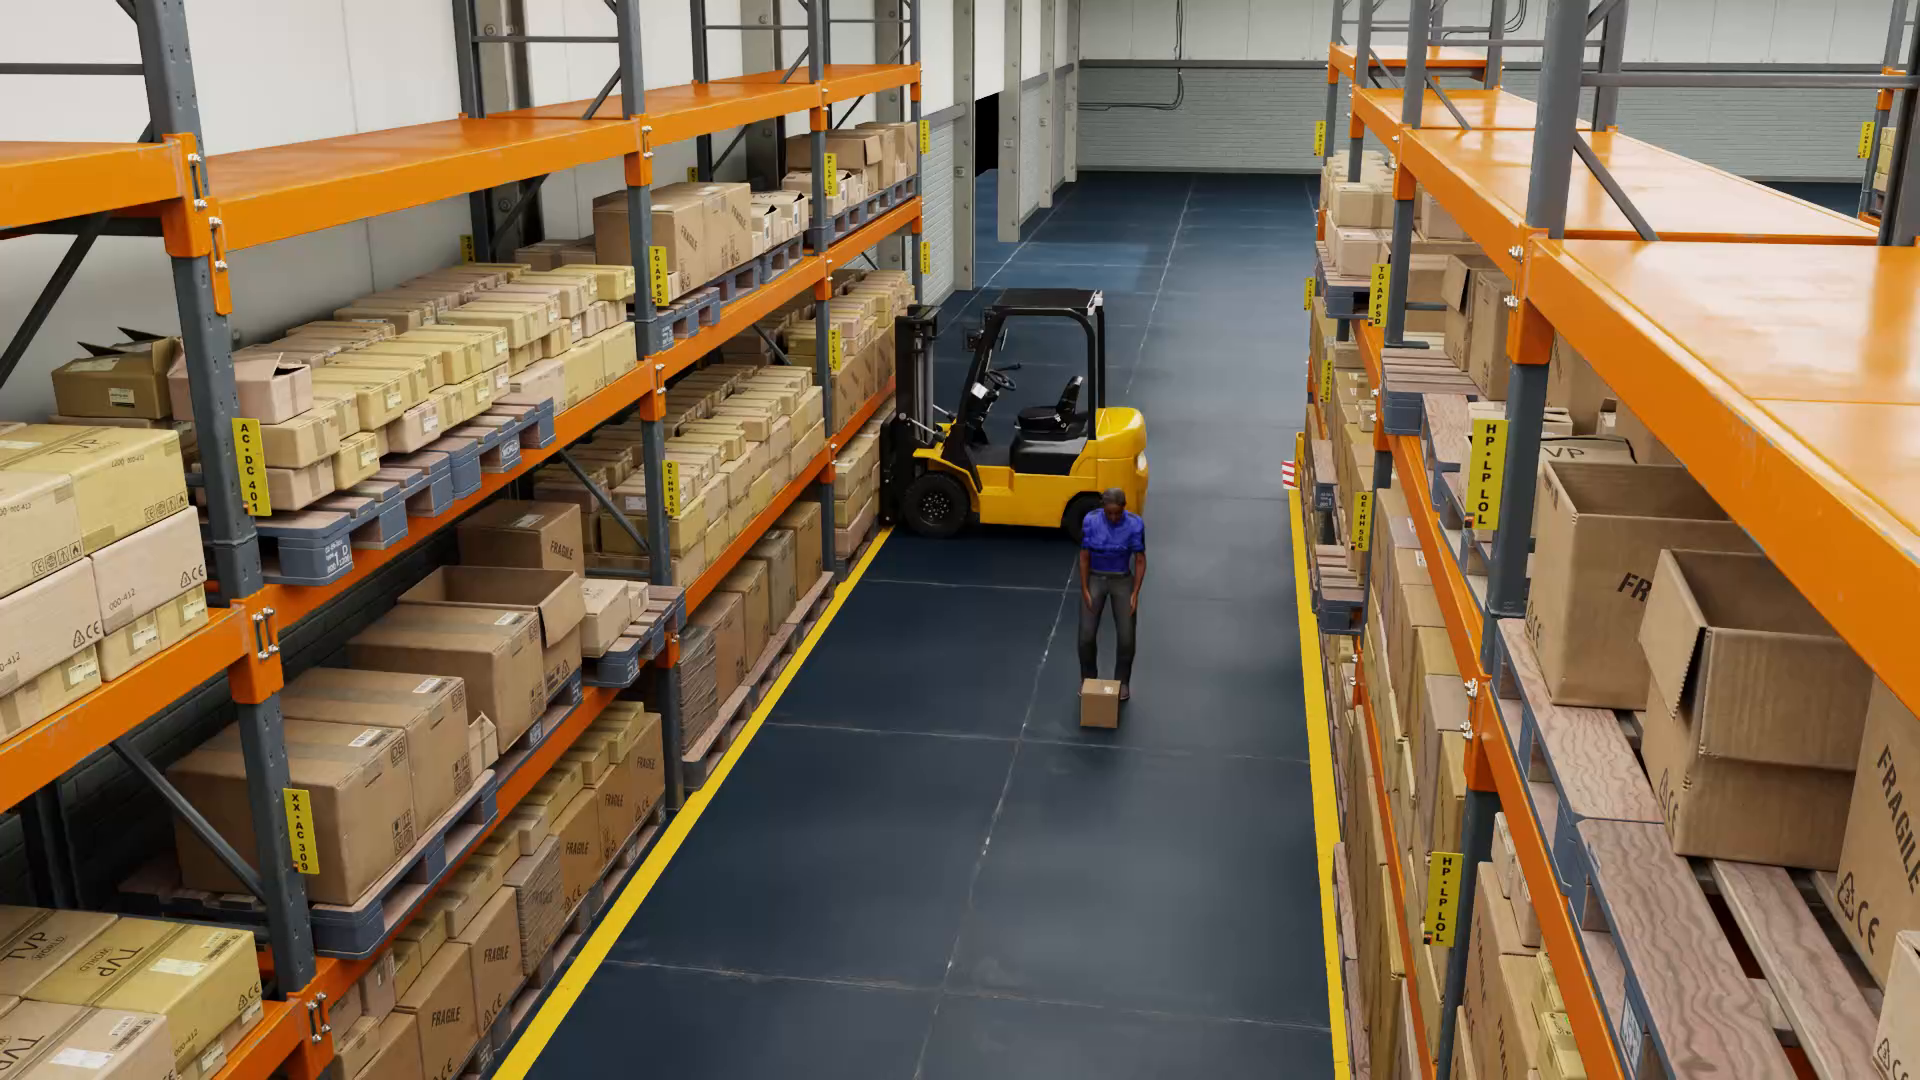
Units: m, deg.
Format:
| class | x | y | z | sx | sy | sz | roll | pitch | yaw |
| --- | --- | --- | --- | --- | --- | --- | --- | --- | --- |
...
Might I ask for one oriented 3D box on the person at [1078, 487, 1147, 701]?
| class | x | y | z | sx | sy | sz | roll | pitch | yaw |
| --- | --- | --- | --- | --- | --- | --- | --- | --- | --- |
| person | 1.064 | 0.354 | 11.630 | 0.469 | 1.575 | 0.430 | 3 | 18 | 10 |
